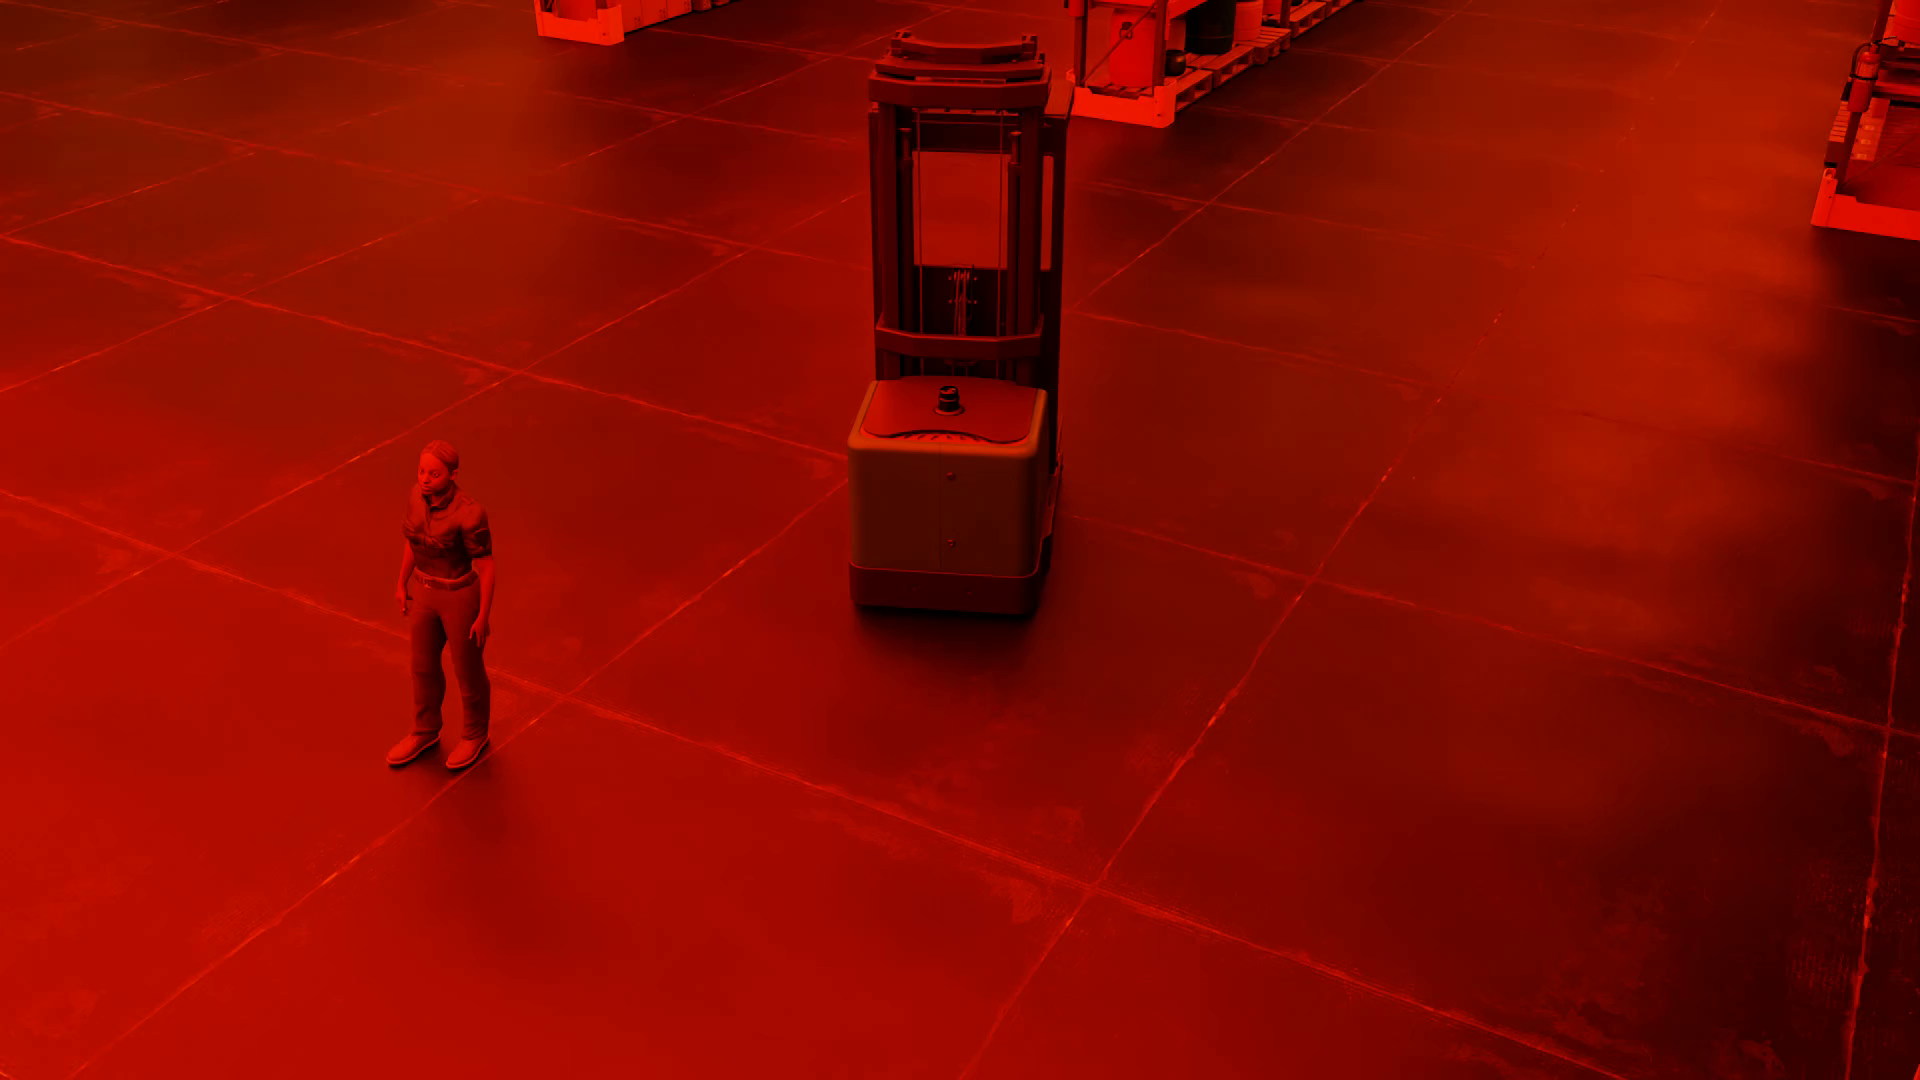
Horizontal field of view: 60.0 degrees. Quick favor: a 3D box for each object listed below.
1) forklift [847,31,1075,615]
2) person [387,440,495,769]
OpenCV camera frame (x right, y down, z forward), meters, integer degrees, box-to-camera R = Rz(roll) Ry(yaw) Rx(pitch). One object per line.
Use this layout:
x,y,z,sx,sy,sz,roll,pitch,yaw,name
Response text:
0.072,-1.572,9.794,1.130,2.935,3.031,3,30,6,forklift
-2.451,0.326,7.770,0.570,1.654,0.504,15,33,24,person
